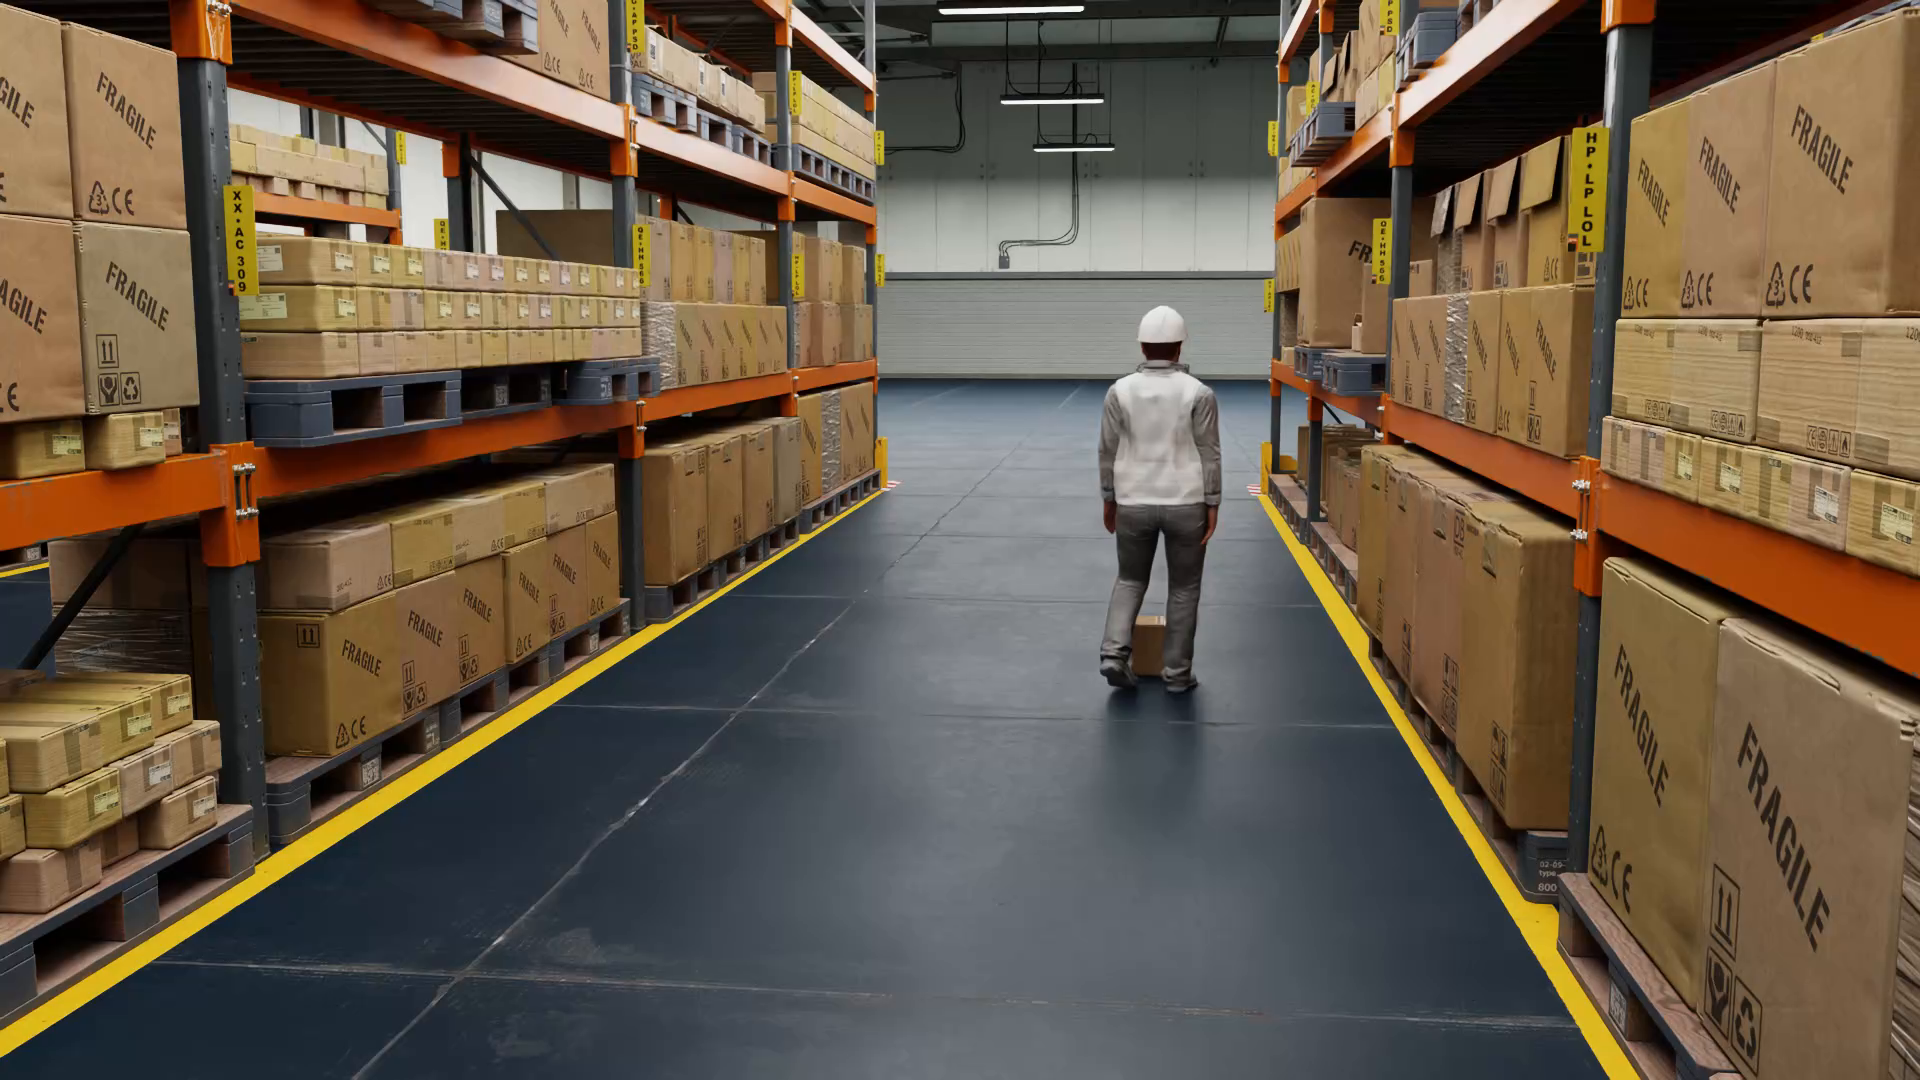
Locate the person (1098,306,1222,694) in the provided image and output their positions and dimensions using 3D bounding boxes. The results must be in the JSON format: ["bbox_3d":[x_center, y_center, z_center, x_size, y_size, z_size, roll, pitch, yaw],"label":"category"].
[{"bbox_3d":[0.923,-0.176,7.568,0.554,1.760,0.485,2,8,17],"label":"person"}]
